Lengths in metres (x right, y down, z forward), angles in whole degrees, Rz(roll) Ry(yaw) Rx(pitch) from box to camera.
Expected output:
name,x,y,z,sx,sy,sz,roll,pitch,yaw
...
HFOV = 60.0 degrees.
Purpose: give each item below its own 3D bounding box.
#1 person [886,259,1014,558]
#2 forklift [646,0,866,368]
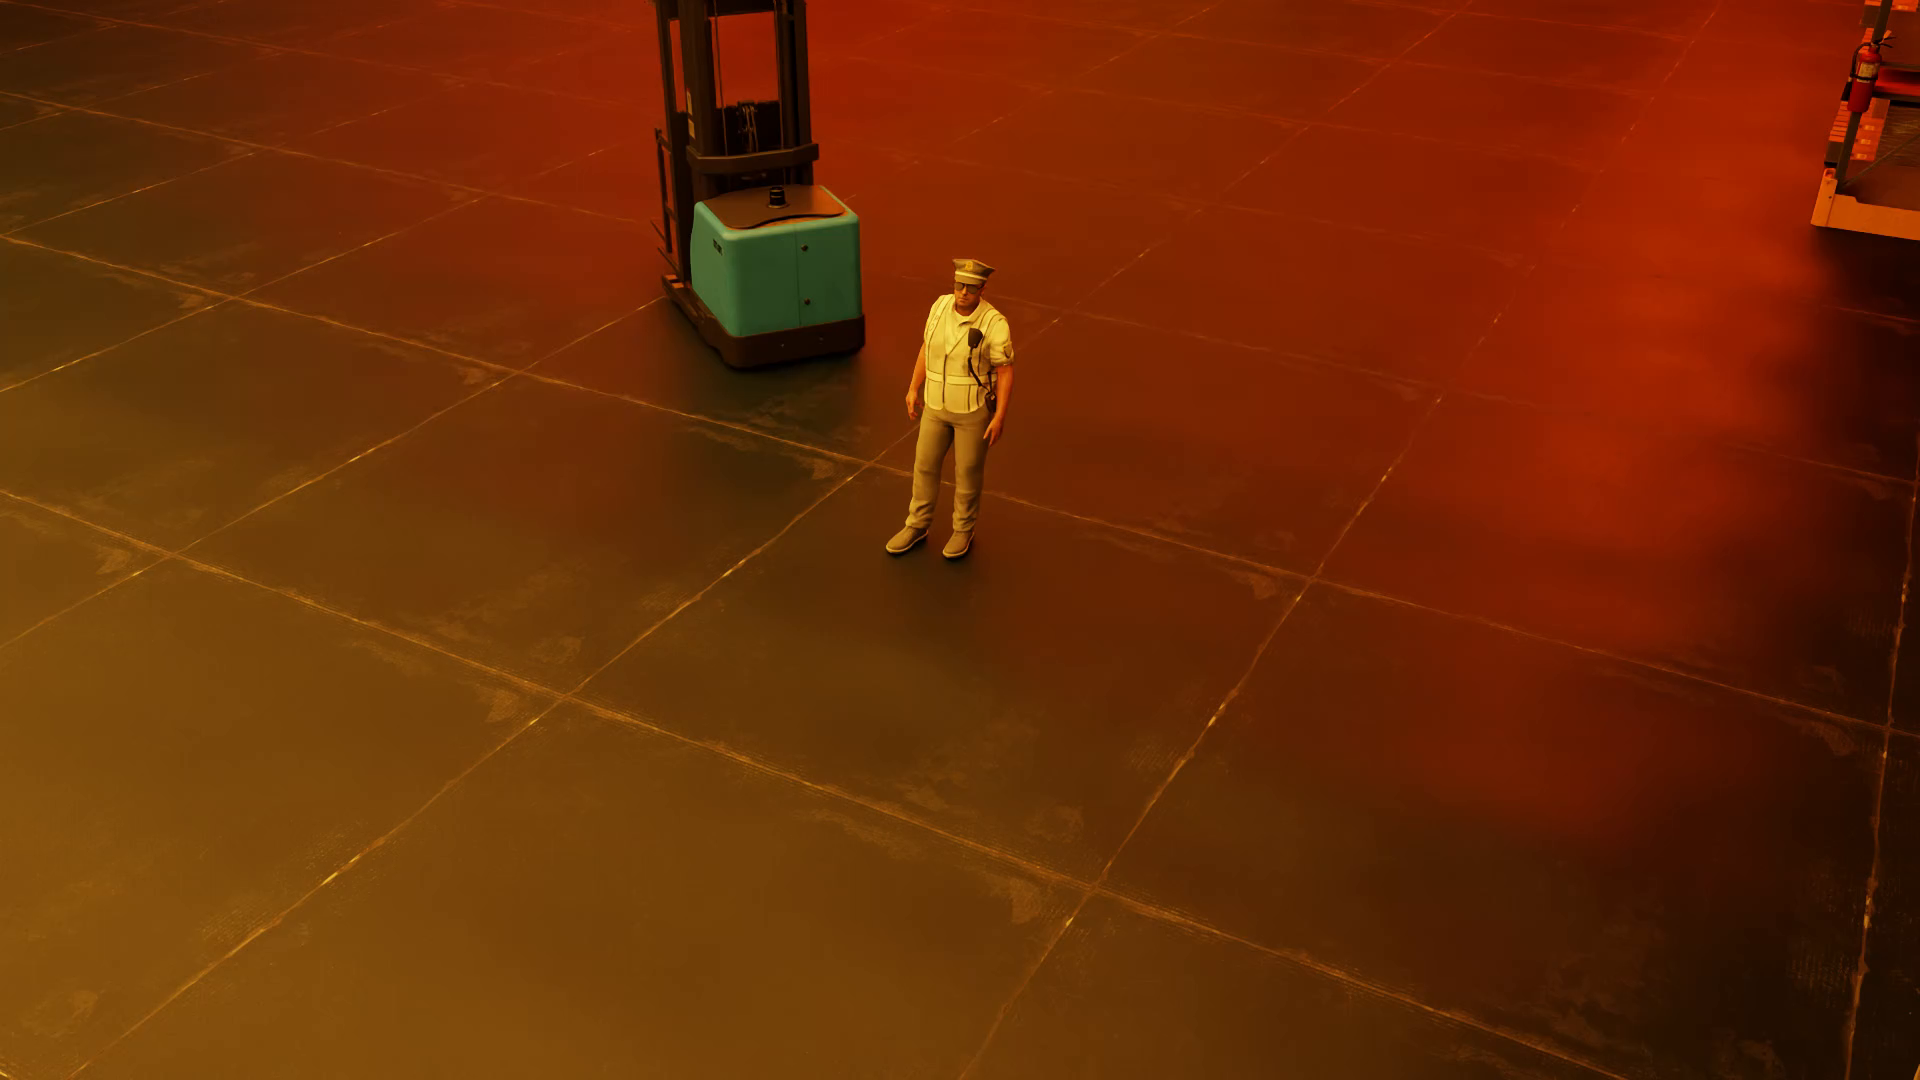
name,x,y,z,sx,sy,sz,roll,pitch,yaw
person,-0.048,-0.745,9.501,0.640,1.777,0.575,15,33,25
forklift,-1.759,-3.233,12.672,1.130,2.935,3.031,-12,32,-20
